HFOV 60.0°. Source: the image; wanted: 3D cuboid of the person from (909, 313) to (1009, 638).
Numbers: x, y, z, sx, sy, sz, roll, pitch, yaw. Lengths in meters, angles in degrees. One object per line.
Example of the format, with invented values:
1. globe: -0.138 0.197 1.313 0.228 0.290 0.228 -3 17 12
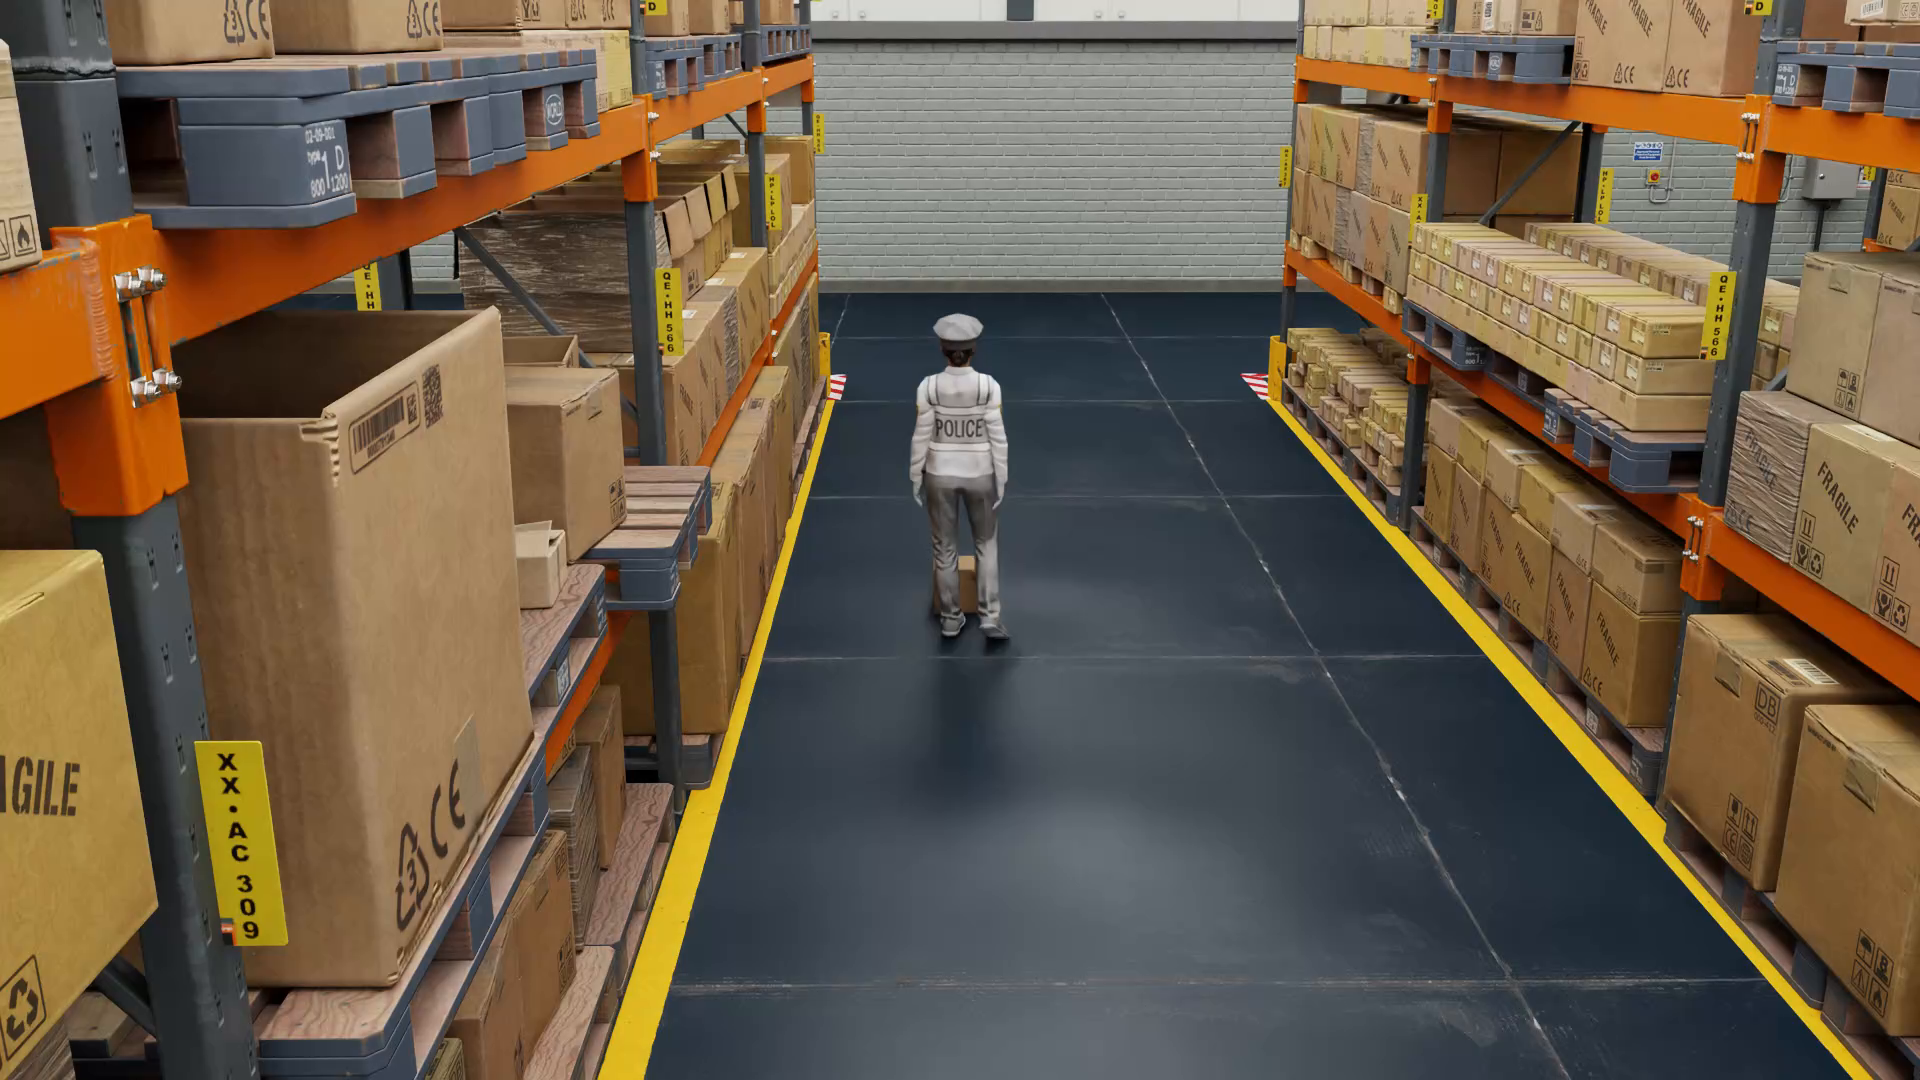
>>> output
1. person: 0.000 -0.295 8.494 0.517 1.728 0.411 0 17 -2
